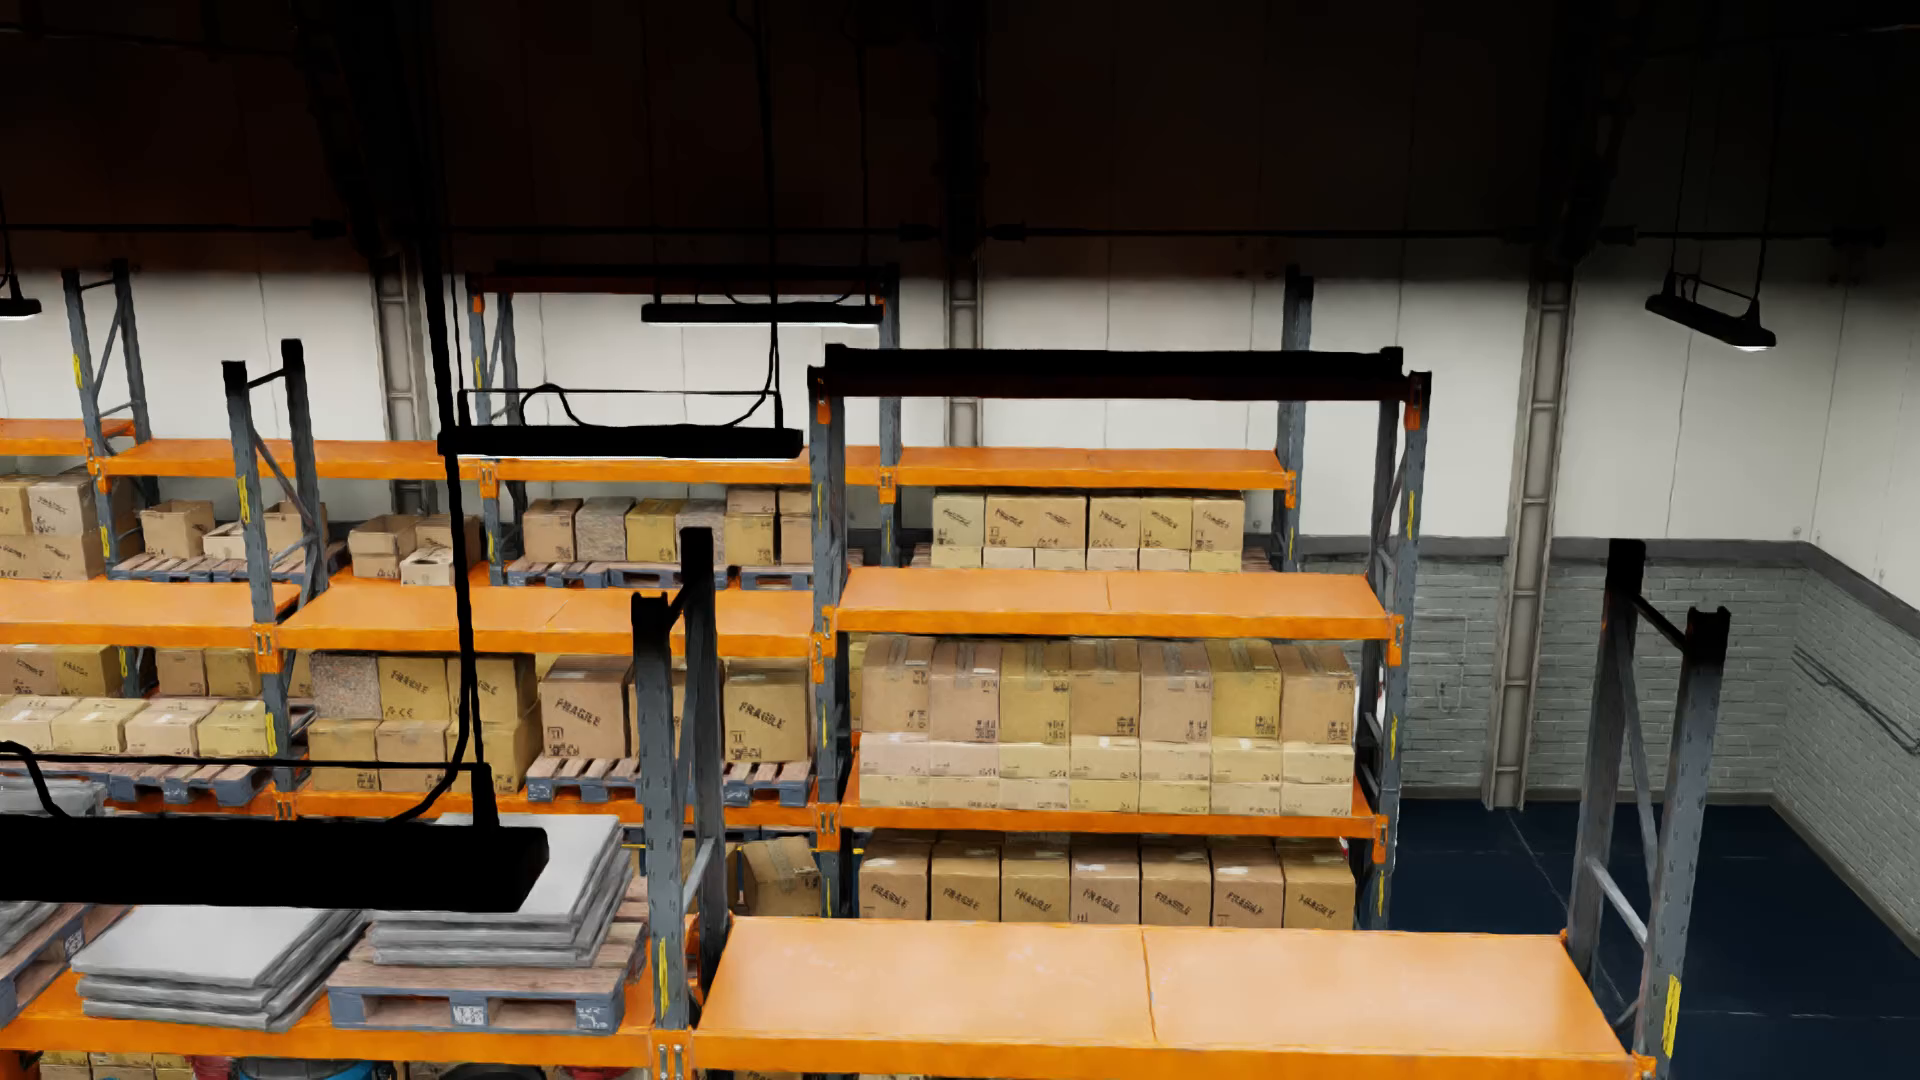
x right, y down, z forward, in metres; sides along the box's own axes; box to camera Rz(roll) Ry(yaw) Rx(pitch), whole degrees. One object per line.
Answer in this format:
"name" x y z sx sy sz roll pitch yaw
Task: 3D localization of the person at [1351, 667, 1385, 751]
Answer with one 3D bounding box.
"person" 4.443 2.190 17.835 0.723 1.778 0.536 12 20 35
